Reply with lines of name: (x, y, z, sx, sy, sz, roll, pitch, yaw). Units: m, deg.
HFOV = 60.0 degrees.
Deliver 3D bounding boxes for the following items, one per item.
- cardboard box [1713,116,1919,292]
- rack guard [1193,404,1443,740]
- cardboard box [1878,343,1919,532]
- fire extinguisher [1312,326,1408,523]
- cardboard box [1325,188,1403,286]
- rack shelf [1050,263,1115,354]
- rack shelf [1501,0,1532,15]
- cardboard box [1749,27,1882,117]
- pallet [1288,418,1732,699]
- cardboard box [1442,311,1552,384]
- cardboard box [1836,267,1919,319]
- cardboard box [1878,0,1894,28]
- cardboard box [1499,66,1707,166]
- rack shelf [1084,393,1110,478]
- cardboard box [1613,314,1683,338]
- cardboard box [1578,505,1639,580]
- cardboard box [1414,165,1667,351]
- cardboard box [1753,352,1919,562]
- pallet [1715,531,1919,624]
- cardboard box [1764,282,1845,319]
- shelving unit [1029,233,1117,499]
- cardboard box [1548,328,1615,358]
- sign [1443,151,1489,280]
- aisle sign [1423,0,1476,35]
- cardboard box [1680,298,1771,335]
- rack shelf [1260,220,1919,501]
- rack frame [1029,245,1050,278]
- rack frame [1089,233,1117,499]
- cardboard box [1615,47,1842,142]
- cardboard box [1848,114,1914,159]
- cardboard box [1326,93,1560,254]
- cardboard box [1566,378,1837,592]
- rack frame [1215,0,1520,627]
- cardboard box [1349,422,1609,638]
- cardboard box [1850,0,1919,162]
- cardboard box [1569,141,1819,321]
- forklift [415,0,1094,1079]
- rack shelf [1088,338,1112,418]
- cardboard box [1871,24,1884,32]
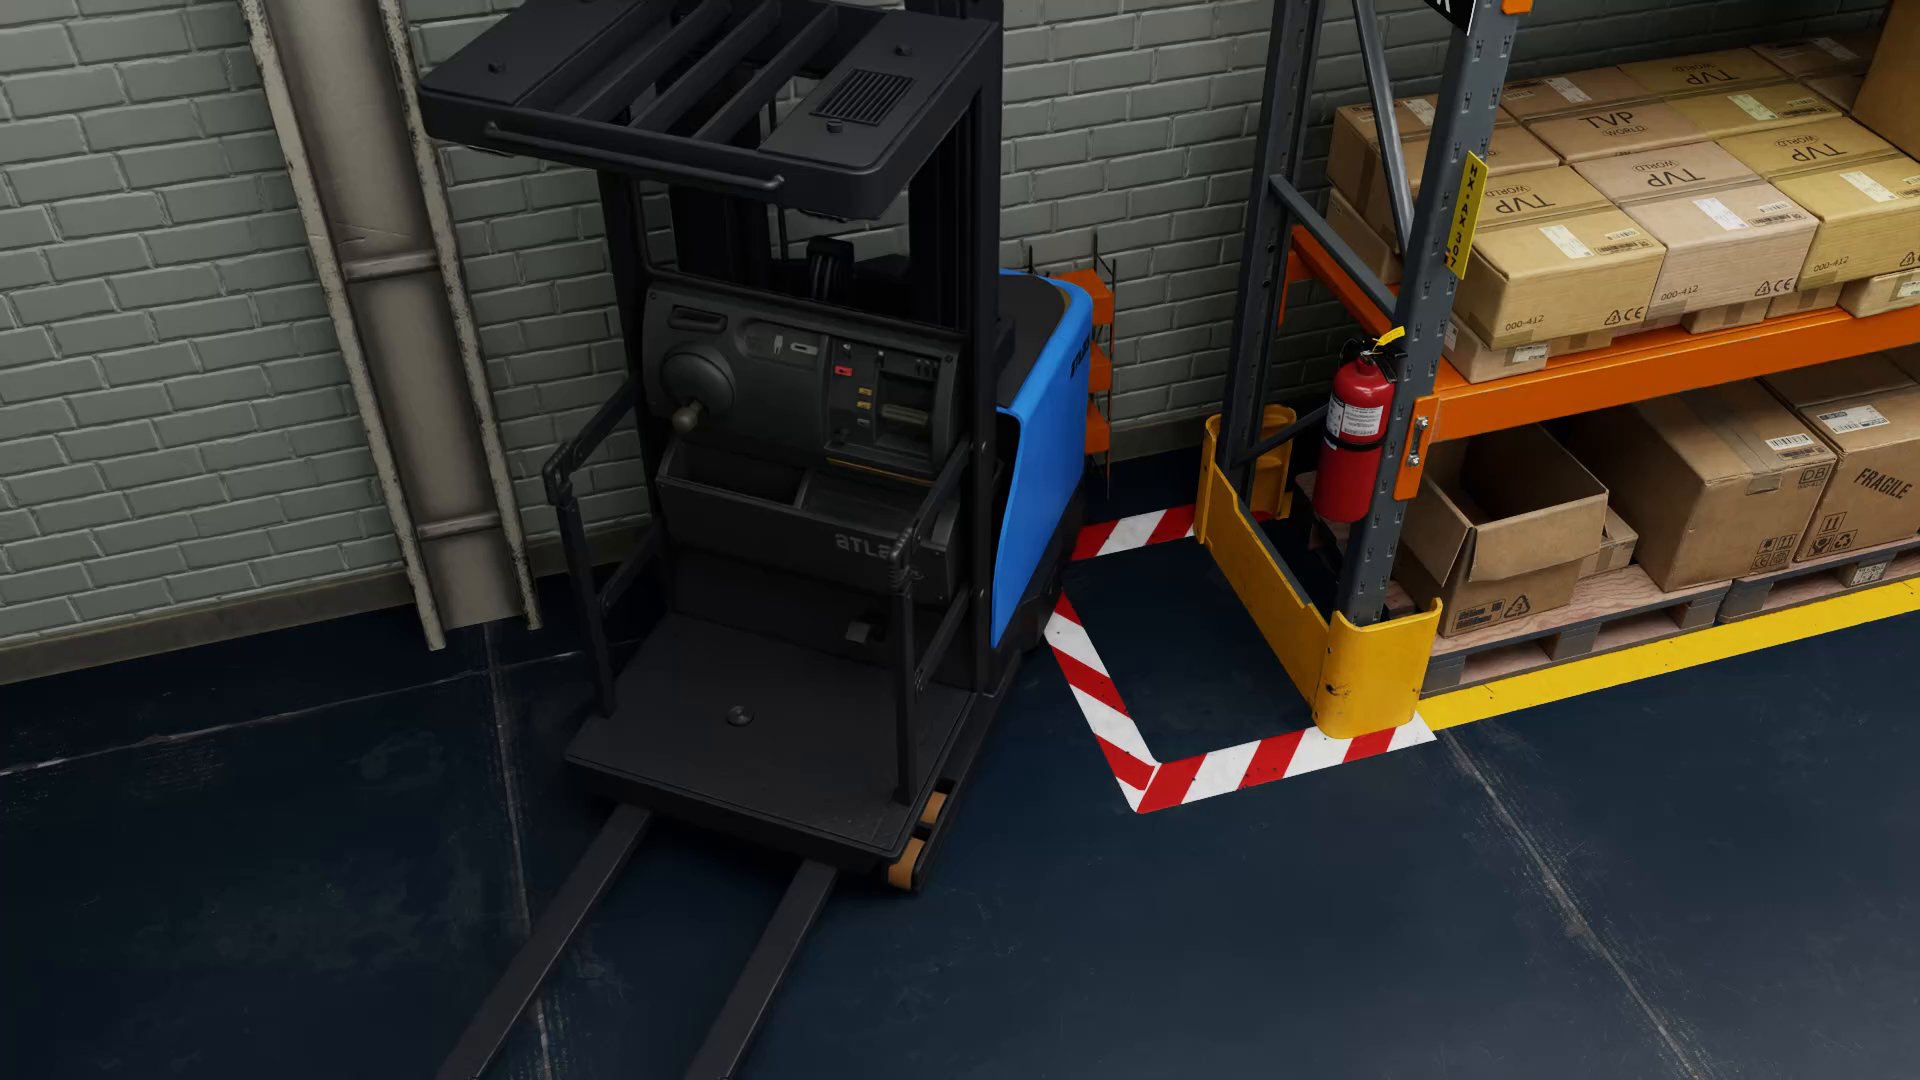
cardboard box: (2.608, -1.023, 5.029, 0.500, 0.250, 0.500, -12, 43, -14)
rack guard: (1.204, 0.082, 5.777, 0.348, 0.500, 1.175, -12, 42, -13)
cardboard box: (3.560, -0.473, 6.092, 0.500, 0.500, 0.700, -13, 43, -15)
fire extinguisher: (1.130, -0.356, 4.720, 0.183, 0.674, 0.296, -12, 42, -13)
cardboard box: (1.367, -0.984, 5.288, 0.250, 0.149, 0.380, -12, 43, -14)
rack shelf: (0.399, -0.806, 5.945, 0.240, 0.259, 0.215, -13, 41, -12)
rack shelf: (3.039, -2.099, 4.639, 4.000, 0.370, 1.077, -12, 42, -13)
cardboard box: (2.955, -1.457, 5.526, 0.500, 0.250, 0.500, -12, 43, -13)
pallet: (1.964, 0.032, 6.053, 1.213, 0.211, 1.003, -12, 42, -13)
cardboard box: (1.527, -0.643, 4.897, 0.250, 0.149, 0.380, -12, 43, -13)
cardboard box: (2.771, -0.866, 5.153, 0.250, 0.149, 0.380, -13, 43, -14)
cardboard box: (3.446, -1.846, 5.401, 0.500, 0.500, 0.500, -13, 43, -14)
cardboard box: (1.982, -1.259, 5.299, 0.500, 0.250, 0.500, -12, 42, -13)
rack shelf: (0.417, -0.374, 6.304, 0.240, 0.259, 0.215, -13, 41, -12)
cardboard box: (1.996, -0.796, 5.072, 0.250, 0.149, 0.380, -12, 43, -14)
cardboard box: (2.160, -0.050, 5.875, 0.250, 0.149, 0.380, -13, 43, -15)
cardboard box: (1.645, -0.821, 4.798, 0.500, 0.250, 0.500, -11, 42, -13)
cardboard box: (3.104, -0.309, 5.905, 0.500, 0.500, 0.500, -11, 42, -12)
pallet: (3.125, -0.206, 6.326, 1.213, 0.211, 1.003, -12, 42, -13)
cardboard box: (2.507, -0.864, 5.150, 0.250, 0.149, 0.380, -11, 42, -12)
shelving unit: (0.408, -0.596, 6.119, 0.252, 1.050, 0.215, -13, 41, -12)
cardboard box: (1.756, -0.722, 4.988, 0.250, 0.149, 0.380, -11, 42, -12)
sign: (1.294, -0.830, 4.263, 0.005, 0.325, 0.100, -12, 42, -13)
aisle sign: (1.154, -1.626, 3.855, 0.004, 0.787, 0.394, -12, 42, -13)
cardboard box: (2.256, -0.808, 5.085, 0.250, 0.149, 0.380, -10, 42, -12)
rack shelf: (3.039, -0.969, 5.626, 4.000, 0.370, 1.077, -12, 42, -13)
rack frame: (0.291, -0.570, 6.094, 0.008, 1.050, 0.200, -13, 41, -12)
rack frame: (0.524, -0.622, 6.145, 0.008, 1.050, 0.200, -13, 41, -12)
cardboard box: (2.456, -1.354, 5.408, 0.500, 0.250, 0.500, -10, 42, -12)
cardboard box: (3.090, -1.137, 5.160, 0.500, 0.250, 0.500, -13, 43, -14)
cardboard box: (1.490, -1.158, 5.183, 0.500, 0.250, 0.500, -11, 42, -12)
cardboard box: (2.570, -0.268, 5.857, 0.500, 0.500, 0.700, -10, 42, -11)
rack frame: (1.131, -0.845, 4.937, 0.127, 3.000, 1.000, -12, 42, -13)
cardboard box: (1.743, -0.124, 5.691, 0.637, 0.503, 0.797, -13, 43, -15)
cardboard box: (3.075, -1.400, 4.891, 0.500, 0.500, 0.500, -11, 42, -12)
cardboard box: (2.126, -0.921, 4.912, 0.500, 0.250, 0.500, -11, 42, -13)
forklift: (-0.523, -0.355, 4.429, 1.130, 2.935, 3.031, 14, 43, 15)
rack shelf: (0.408, -0.588, 6.126, 0.240, 0.259, 0.215, -13, 41, -12)
cardboard box: (3.424, -1.558, 5.642, 0.500, 0.250, 0.500, -11, 42, -12)
